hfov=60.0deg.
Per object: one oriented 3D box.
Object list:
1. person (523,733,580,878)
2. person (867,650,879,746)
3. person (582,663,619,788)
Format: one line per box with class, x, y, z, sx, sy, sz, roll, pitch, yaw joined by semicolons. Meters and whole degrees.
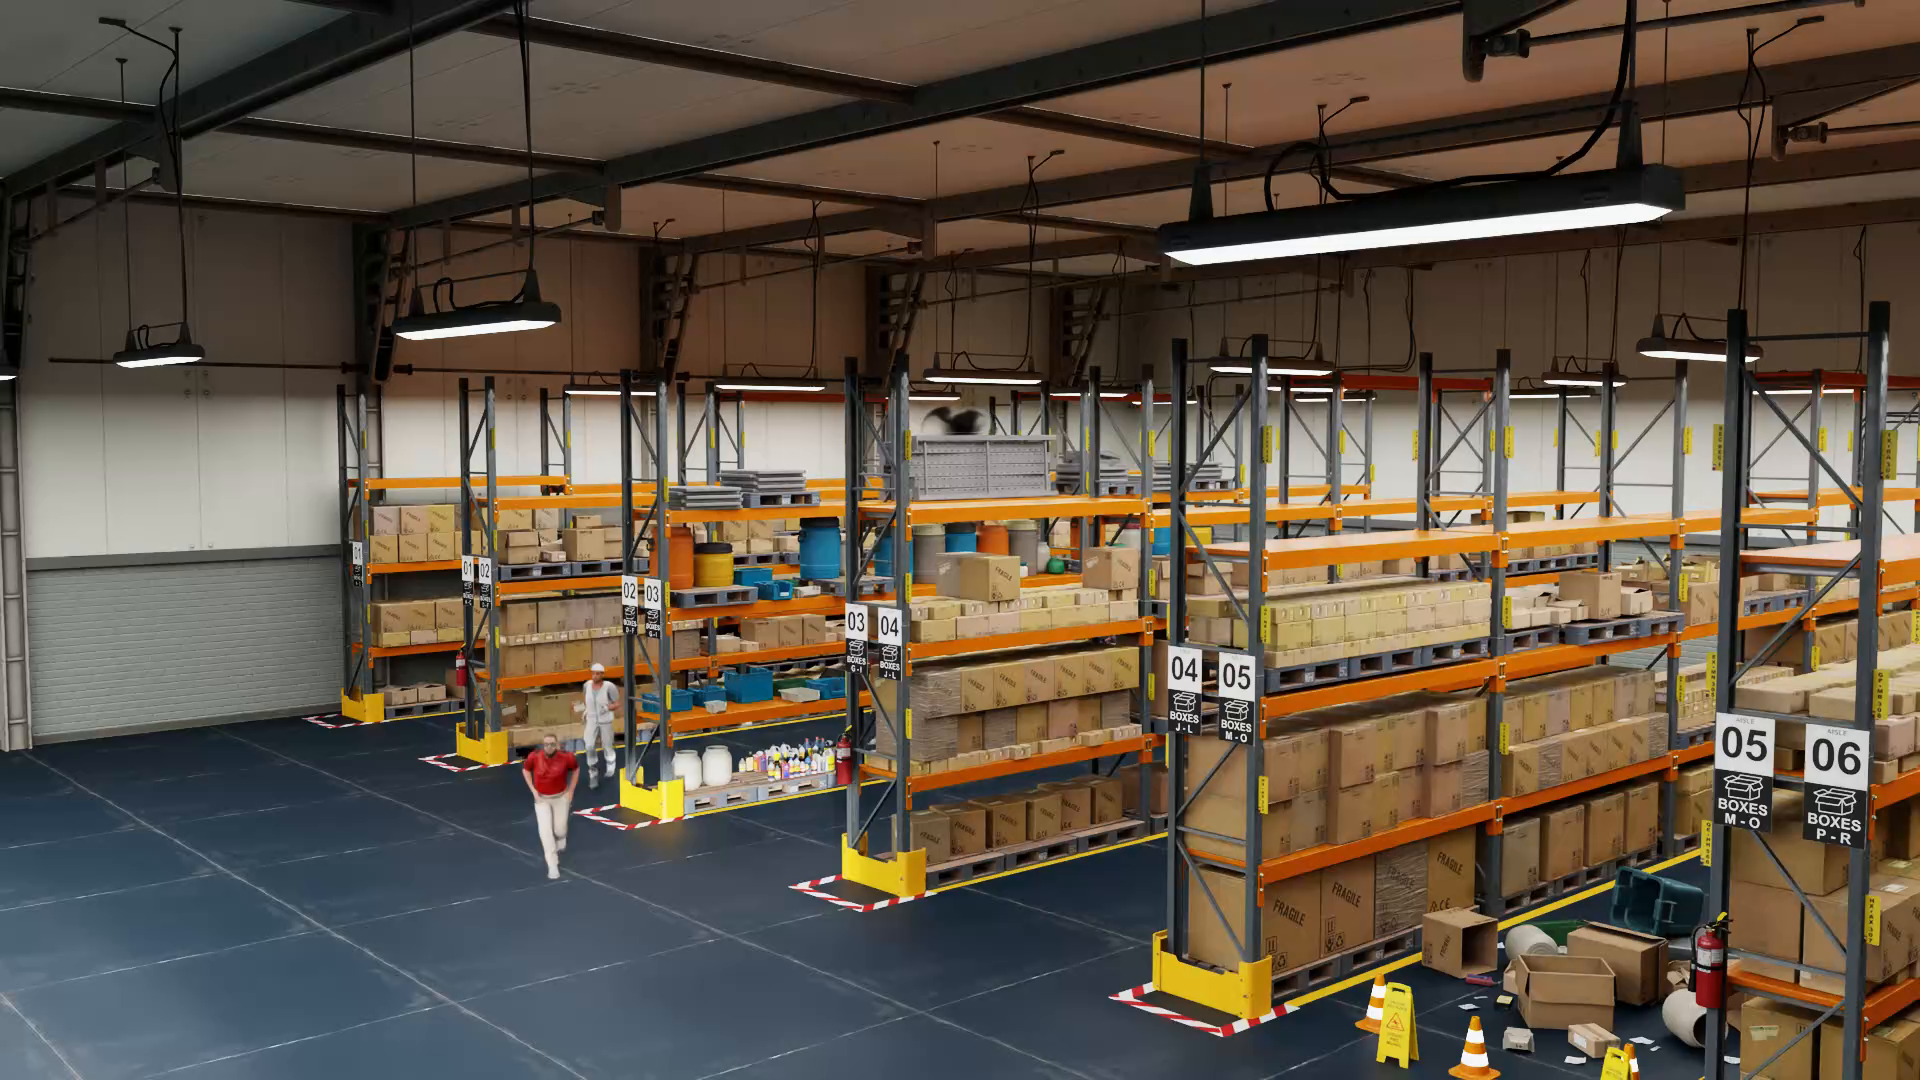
person;-4.805;3.059;19.609;0.648;1.685;0.911;0;4;-7
person;-1.180;2.593;27.570;0.893;1.585;0.538;-3;5;-36
person;-5.253;2.700;24.308;0.584;1.841;0.883;0;4;2
